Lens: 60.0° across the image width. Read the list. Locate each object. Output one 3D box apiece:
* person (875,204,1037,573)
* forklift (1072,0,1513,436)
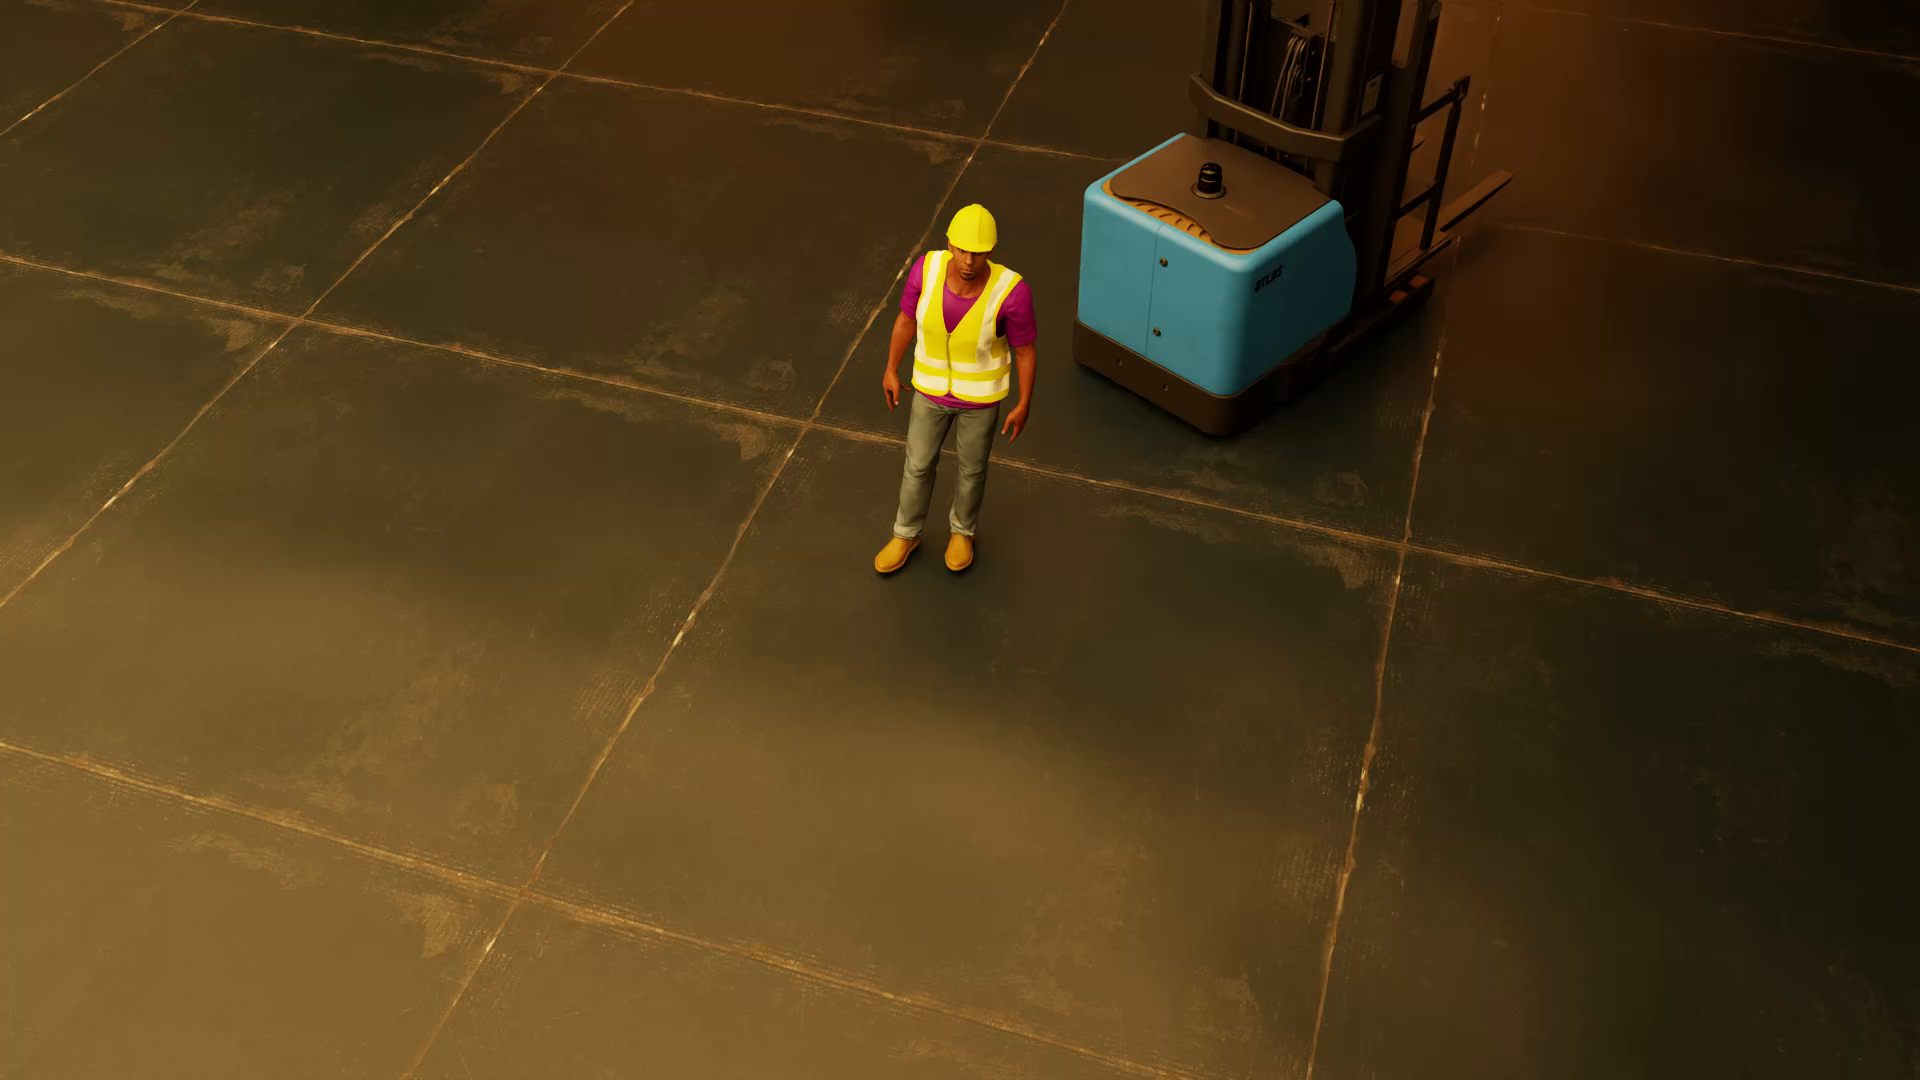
[{"bbox_3d":[-0.027,-0.608,7.187,0.665,1.768,0.575,12,44,13],"label":"person"},{"bbox_3d":[1.981,-2.498,8.374,1.130,2.935,3.031,34,52,31],"label":"forklift"}]
